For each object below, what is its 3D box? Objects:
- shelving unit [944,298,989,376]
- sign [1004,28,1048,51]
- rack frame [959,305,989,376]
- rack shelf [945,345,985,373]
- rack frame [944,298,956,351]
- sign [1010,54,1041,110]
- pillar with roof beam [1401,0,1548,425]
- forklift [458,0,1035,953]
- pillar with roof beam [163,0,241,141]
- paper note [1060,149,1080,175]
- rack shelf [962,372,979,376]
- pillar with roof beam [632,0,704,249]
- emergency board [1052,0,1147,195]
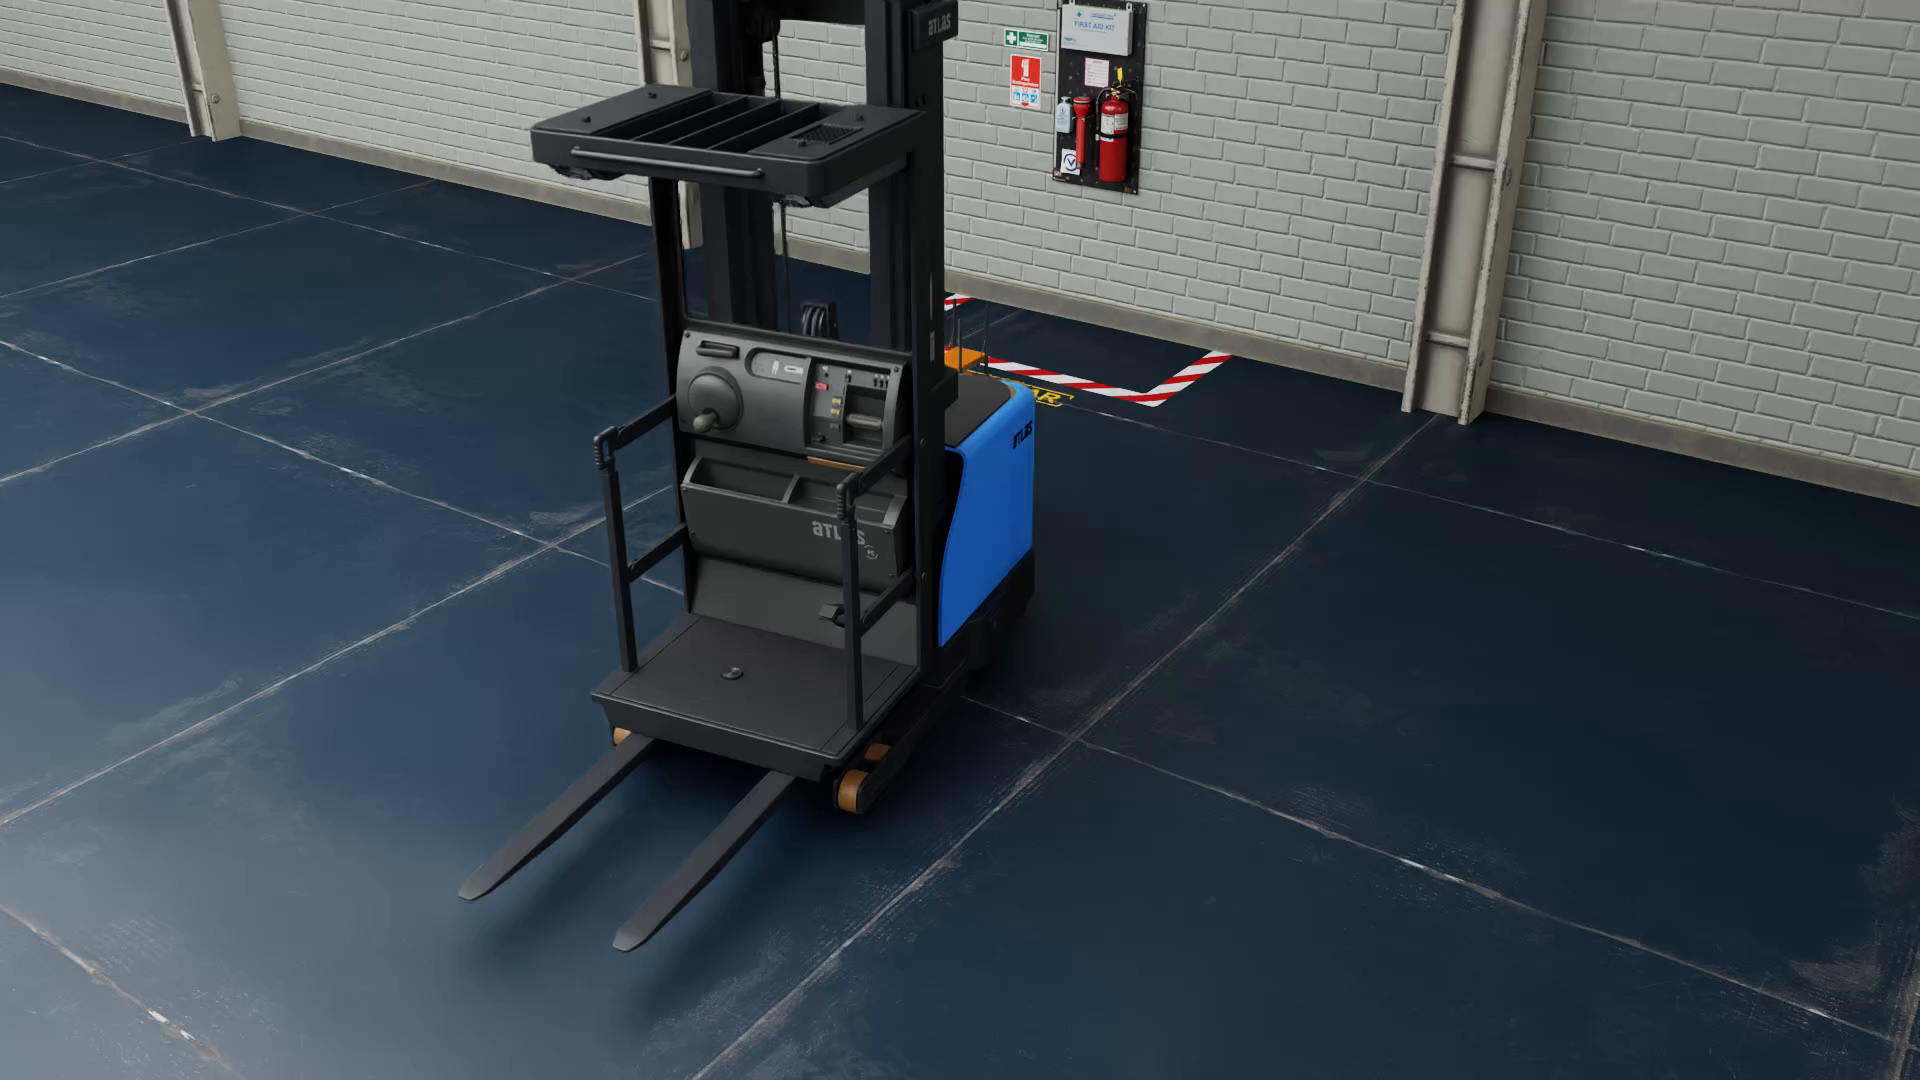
[{"bbox_3d":[-0.012,-0.538,7.985,0.189,1.200,0.258,17,32,30],"label":"shelving unit"},{"bbox_3d":[0.420,-3.180,10.568,0.331,0.109,0.001,17,32,30],"label":"sign"},{"bbox_3d":[0.063,-0.515,7.939,0.006,1.200,0.240,17,32,30],"label":"rack frame"},{"bbox_3d":[-0.012,-0.820,7.842,0.180,0.103,0.258,17,32,30],"label":"rack shelf"},{"bbox_3d":[-0.087,-0.562,8.031,0.006,1.200,0.240,17,32,30],"label":"rack frame"},{"bbox_3d":[0.421,-2.948,10.697,0.234,0.329,0.001,17,32,30],"label":"sign"},{"bbox_3d":[0.396,-3.167,4.552,0.400,9.000,9.100,17,32,30],"label":"pillar with roof beam"},{"bbox_3d":[-0.726,-0.503,6.007,1.130,2.935,3.031,12,29,21],"label":"forklift"},{"bbox_3d":[-9.495,-6.249,10.607,0.400,9.000,9.100,17,32,30],"label":"pillar with roof beam"},{"bbox_3d":[0.711,-2.430,10.690,0.142,0.148,0.016,17,32,30],"label":"paper note"},{"bbox_3d":[-0.012,-0.713,7.896,0.180,0.103,0.258,17,32,30],"label":"rack shelf"},{"bbox_3d":[-4.549,-4.708,7.579,0.400,9.000,9.100,17,32,30],"label":"pillar with roof beam"},{"bbox_3d":[0.818,-2.752,10.350,0.643,1.169,0.194,17,32,30],"label":"emergency board"}]
